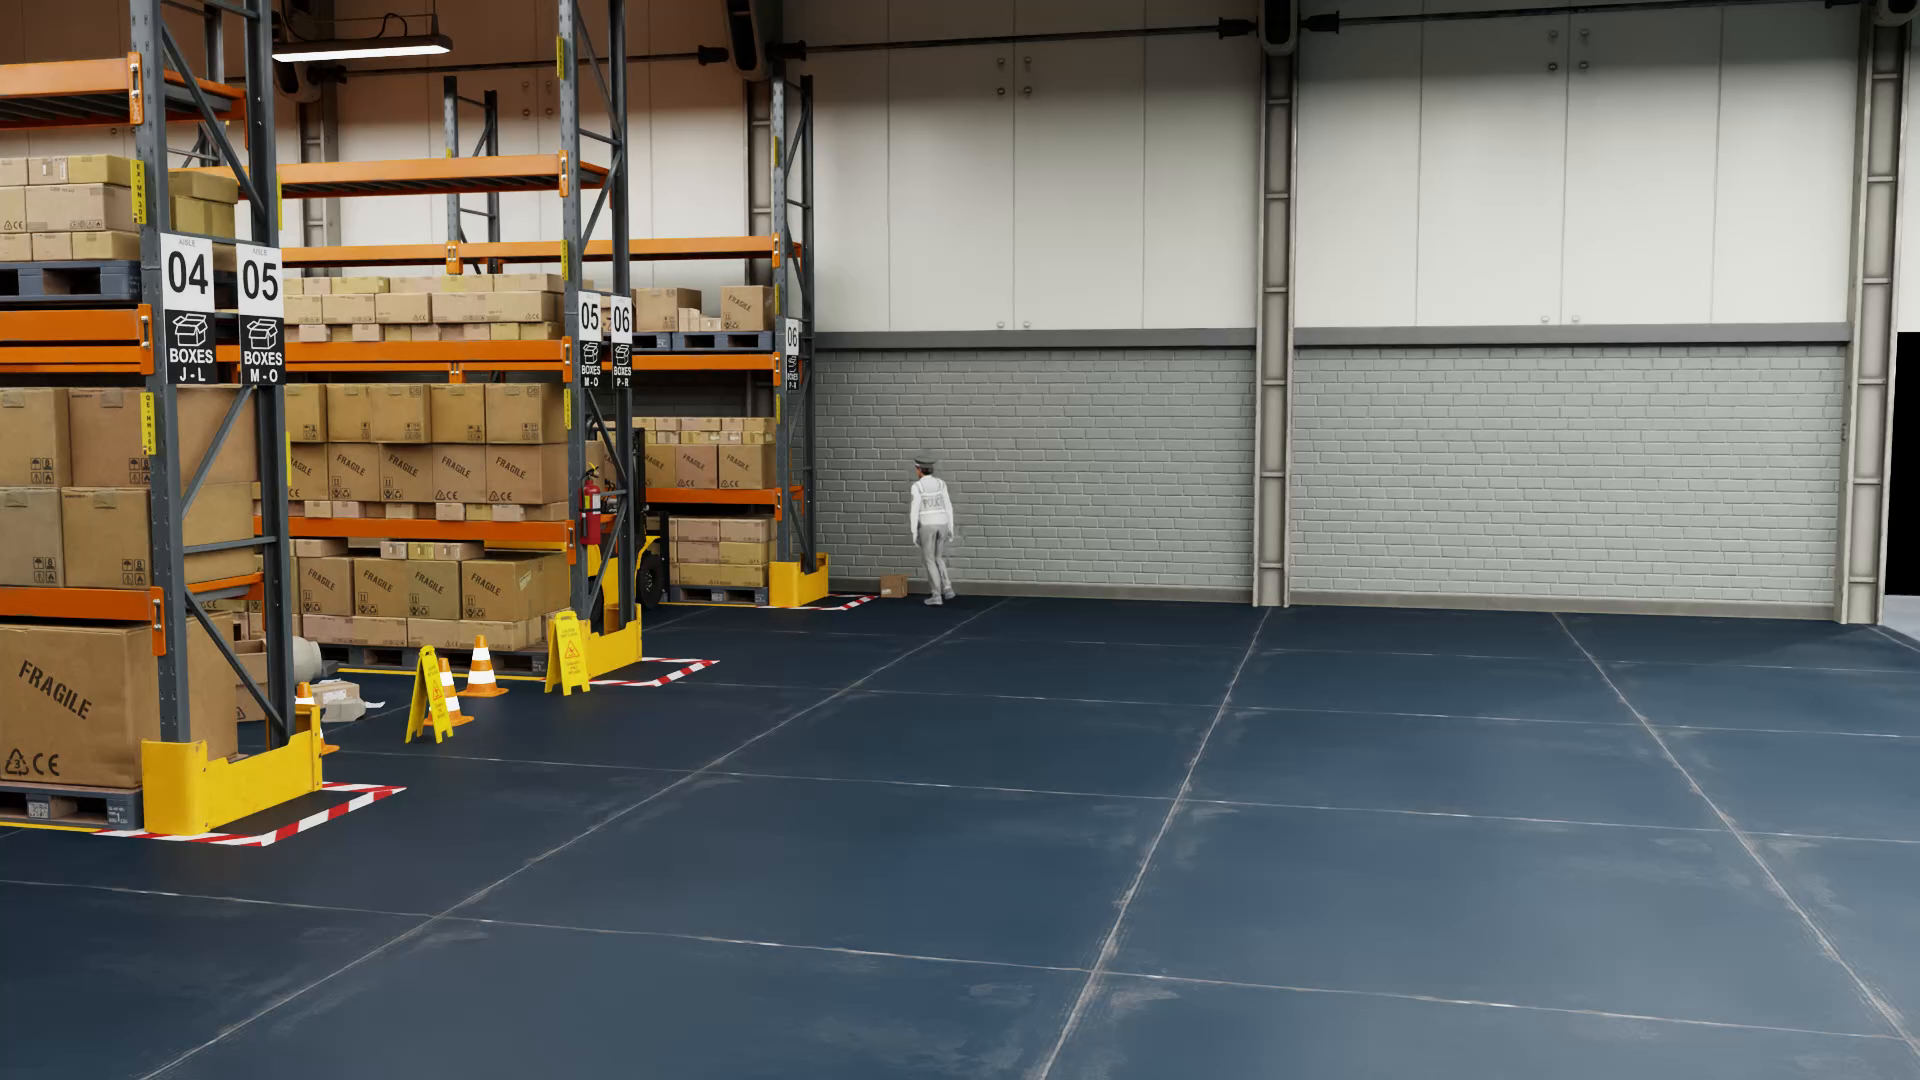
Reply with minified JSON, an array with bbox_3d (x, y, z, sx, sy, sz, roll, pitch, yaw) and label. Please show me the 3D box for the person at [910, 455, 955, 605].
[{"bbox_3d":[-0.317,-0.107,18.594,0.509,1.667,0.449,-3,6,-35],"label":"person"}]
